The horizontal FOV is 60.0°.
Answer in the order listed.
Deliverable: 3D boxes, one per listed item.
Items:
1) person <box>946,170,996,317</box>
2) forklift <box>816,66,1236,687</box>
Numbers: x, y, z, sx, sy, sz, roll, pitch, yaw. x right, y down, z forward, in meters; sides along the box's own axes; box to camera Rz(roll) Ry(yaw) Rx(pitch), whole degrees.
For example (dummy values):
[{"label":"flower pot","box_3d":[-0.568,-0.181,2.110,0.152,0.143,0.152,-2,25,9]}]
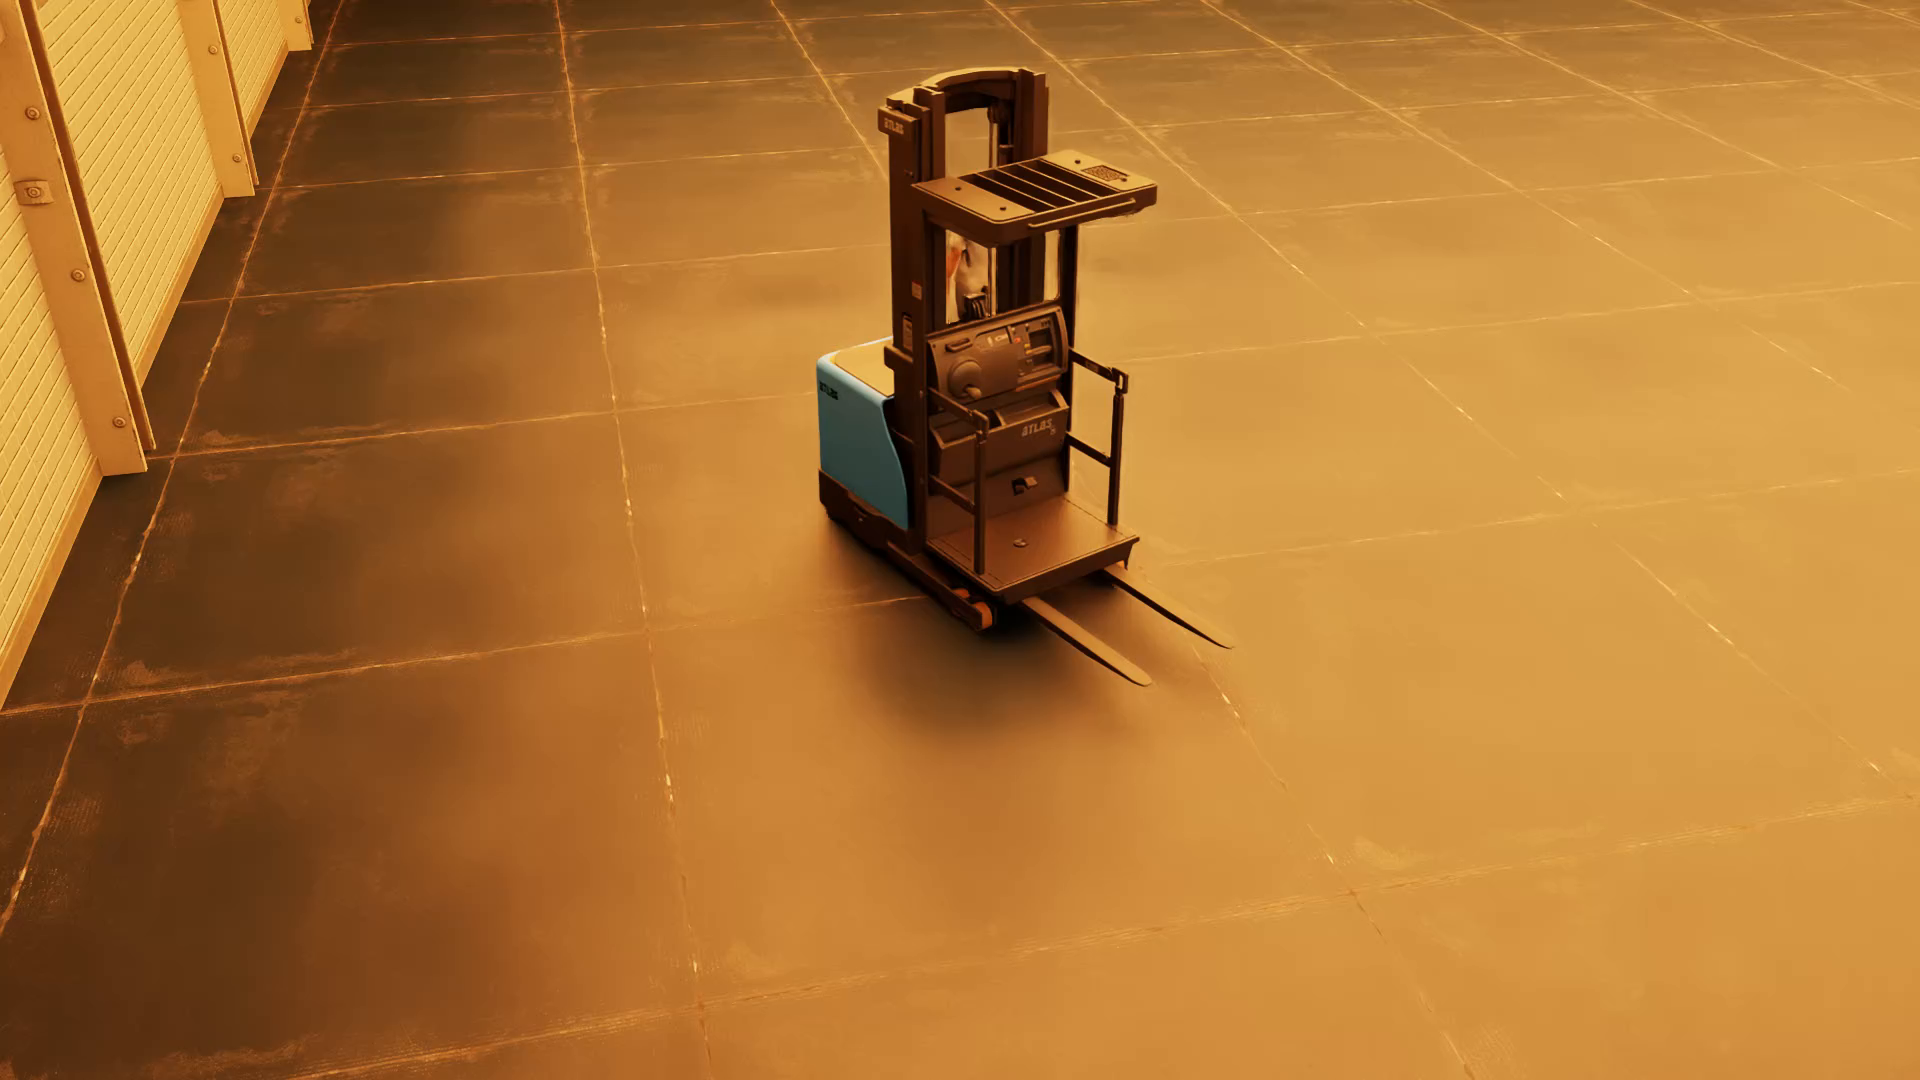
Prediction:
[{"label":"person","box_3d":[0.101,-1.910,12.112,0.551,1.673,0.532,-14,33,-22]},{"label":"forklift","box_3d":[0.355,-1.021,9.338,1.130,2.935,3.031,-20,35,-30]}]
